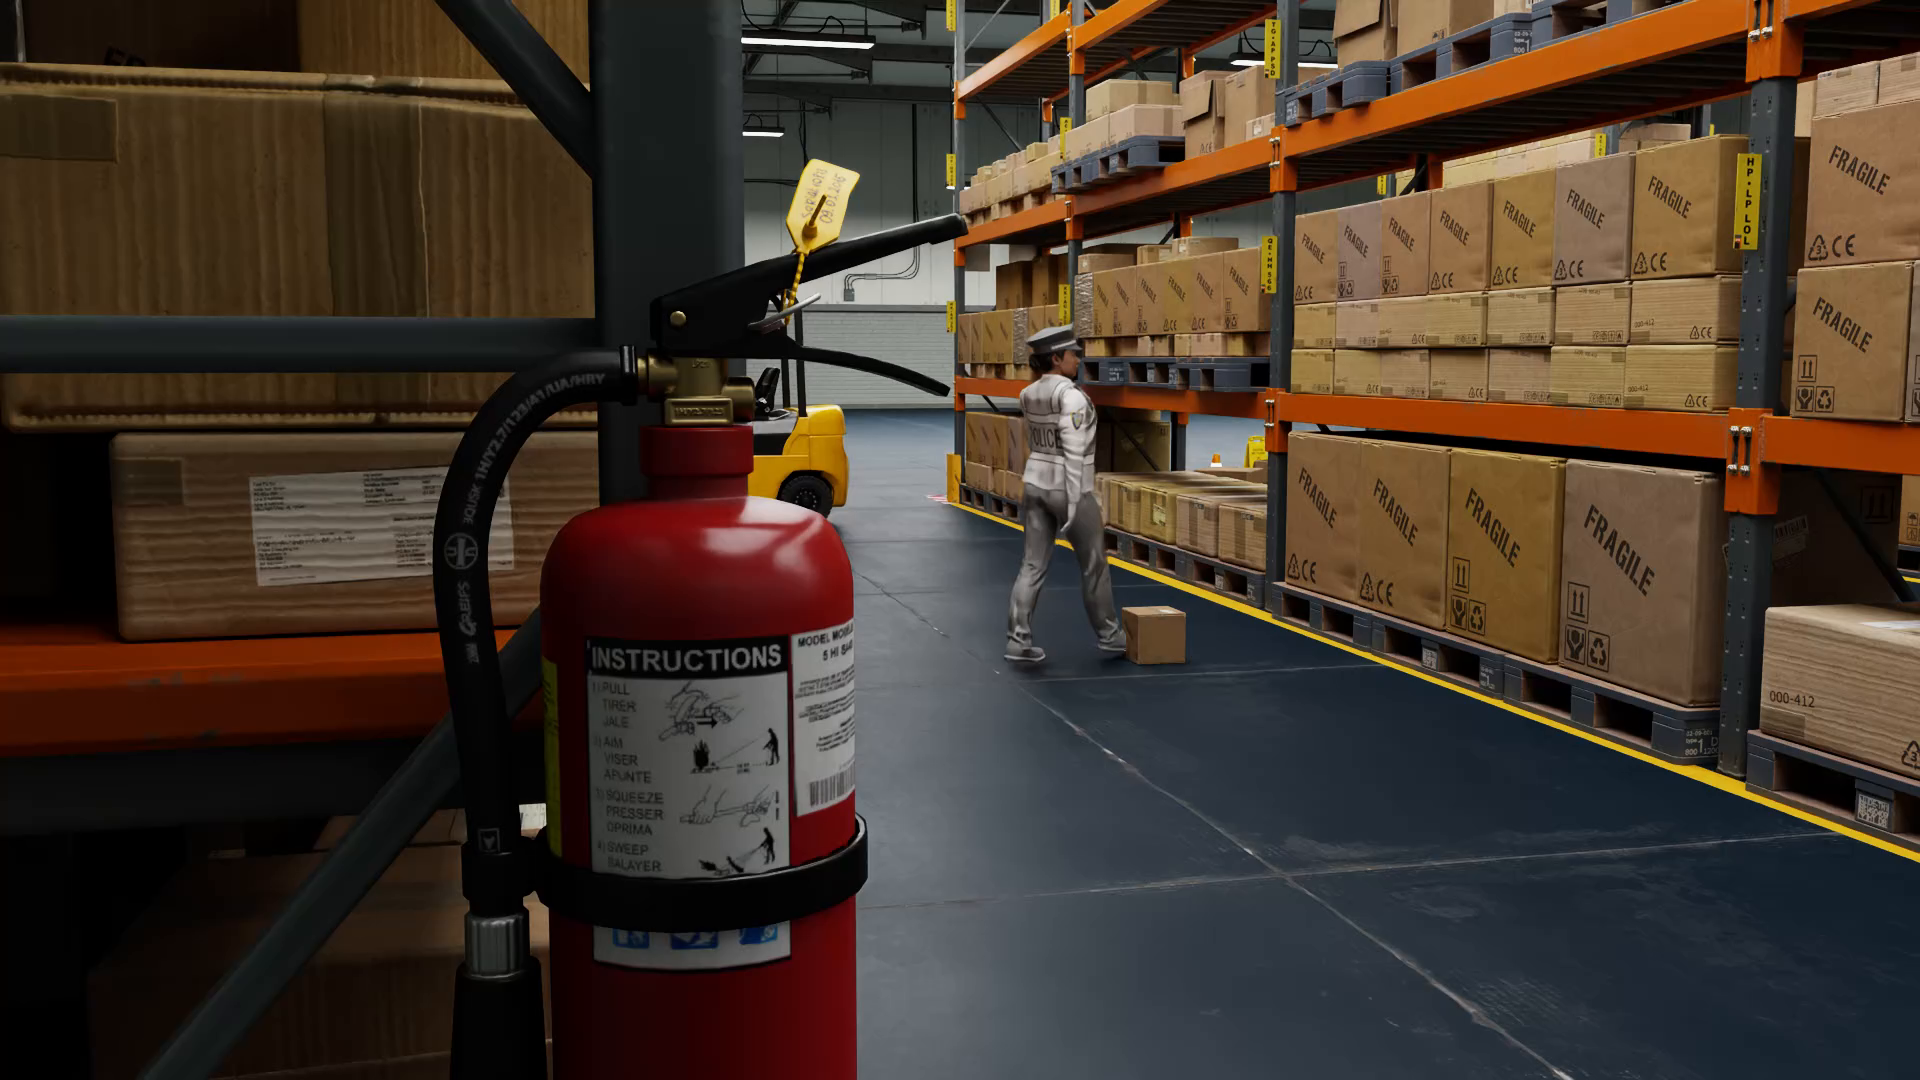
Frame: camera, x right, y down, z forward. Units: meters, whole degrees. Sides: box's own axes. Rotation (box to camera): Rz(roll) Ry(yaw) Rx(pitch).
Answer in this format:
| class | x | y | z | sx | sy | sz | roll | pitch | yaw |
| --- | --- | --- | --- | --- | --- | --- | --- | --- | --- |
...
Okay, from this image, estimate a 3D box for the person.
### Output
| class | x | y | z | sx | sy | sz | roll | pitch | yaw |
| --- | --- | --- | --- | --- | --- | --- | --- | --- | --- |
| person | 0.562 | -0.236 | 8.169 | 0.857 | 1.645 | 0.525 | -5 | 8 | -40 |
